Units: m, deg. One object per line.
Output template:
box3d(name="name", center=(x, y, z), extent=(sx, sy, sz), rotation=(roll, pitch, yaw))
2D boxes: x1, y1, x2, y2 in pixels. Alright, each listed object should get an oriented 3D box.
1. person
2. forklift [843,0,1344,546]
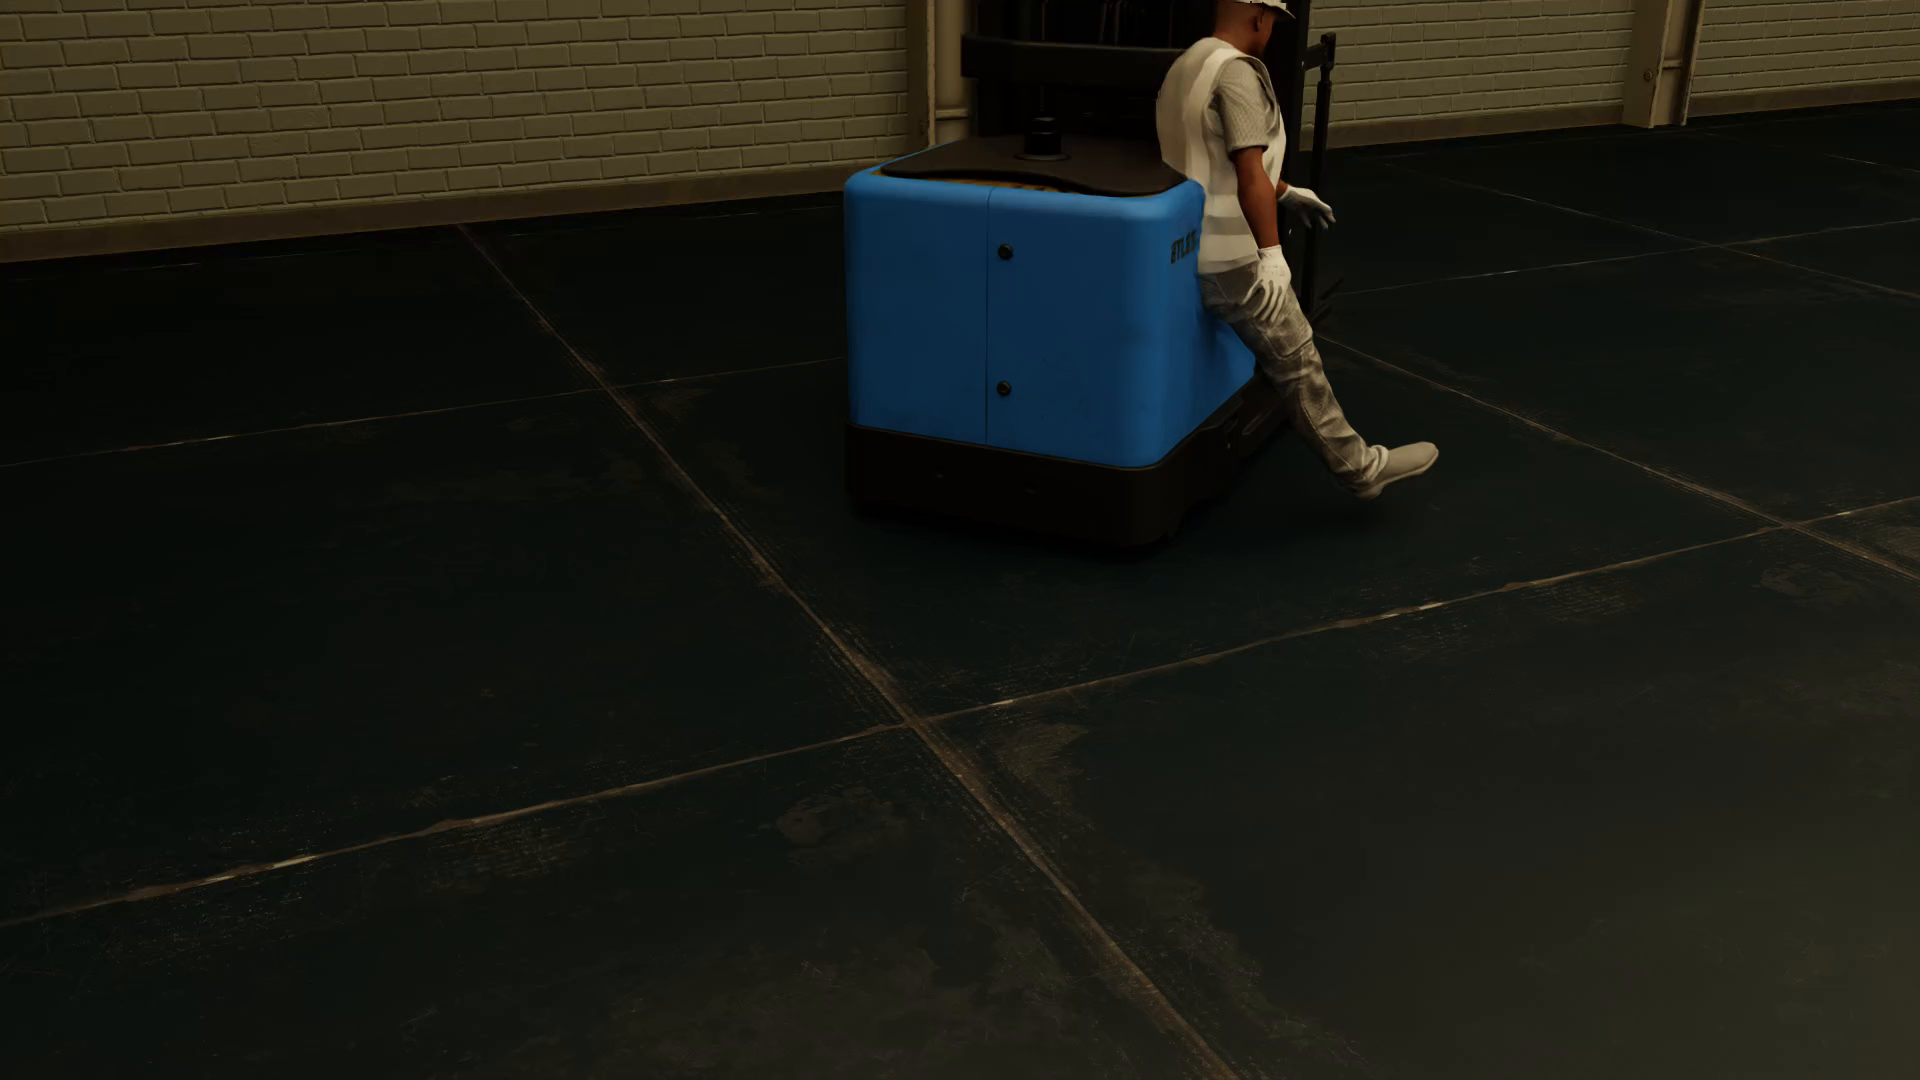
box3d(name="person", center=(0.965, -0.916, 5.151), extent=(1.013, 1.679, 0.912), rotation=(-6, 23, -14))
box3d(name="forklift", center=(0.735, -1.865, 5.775), extent=(1.130, 2.935, 3.031), rotation=(11, 25, 24))
